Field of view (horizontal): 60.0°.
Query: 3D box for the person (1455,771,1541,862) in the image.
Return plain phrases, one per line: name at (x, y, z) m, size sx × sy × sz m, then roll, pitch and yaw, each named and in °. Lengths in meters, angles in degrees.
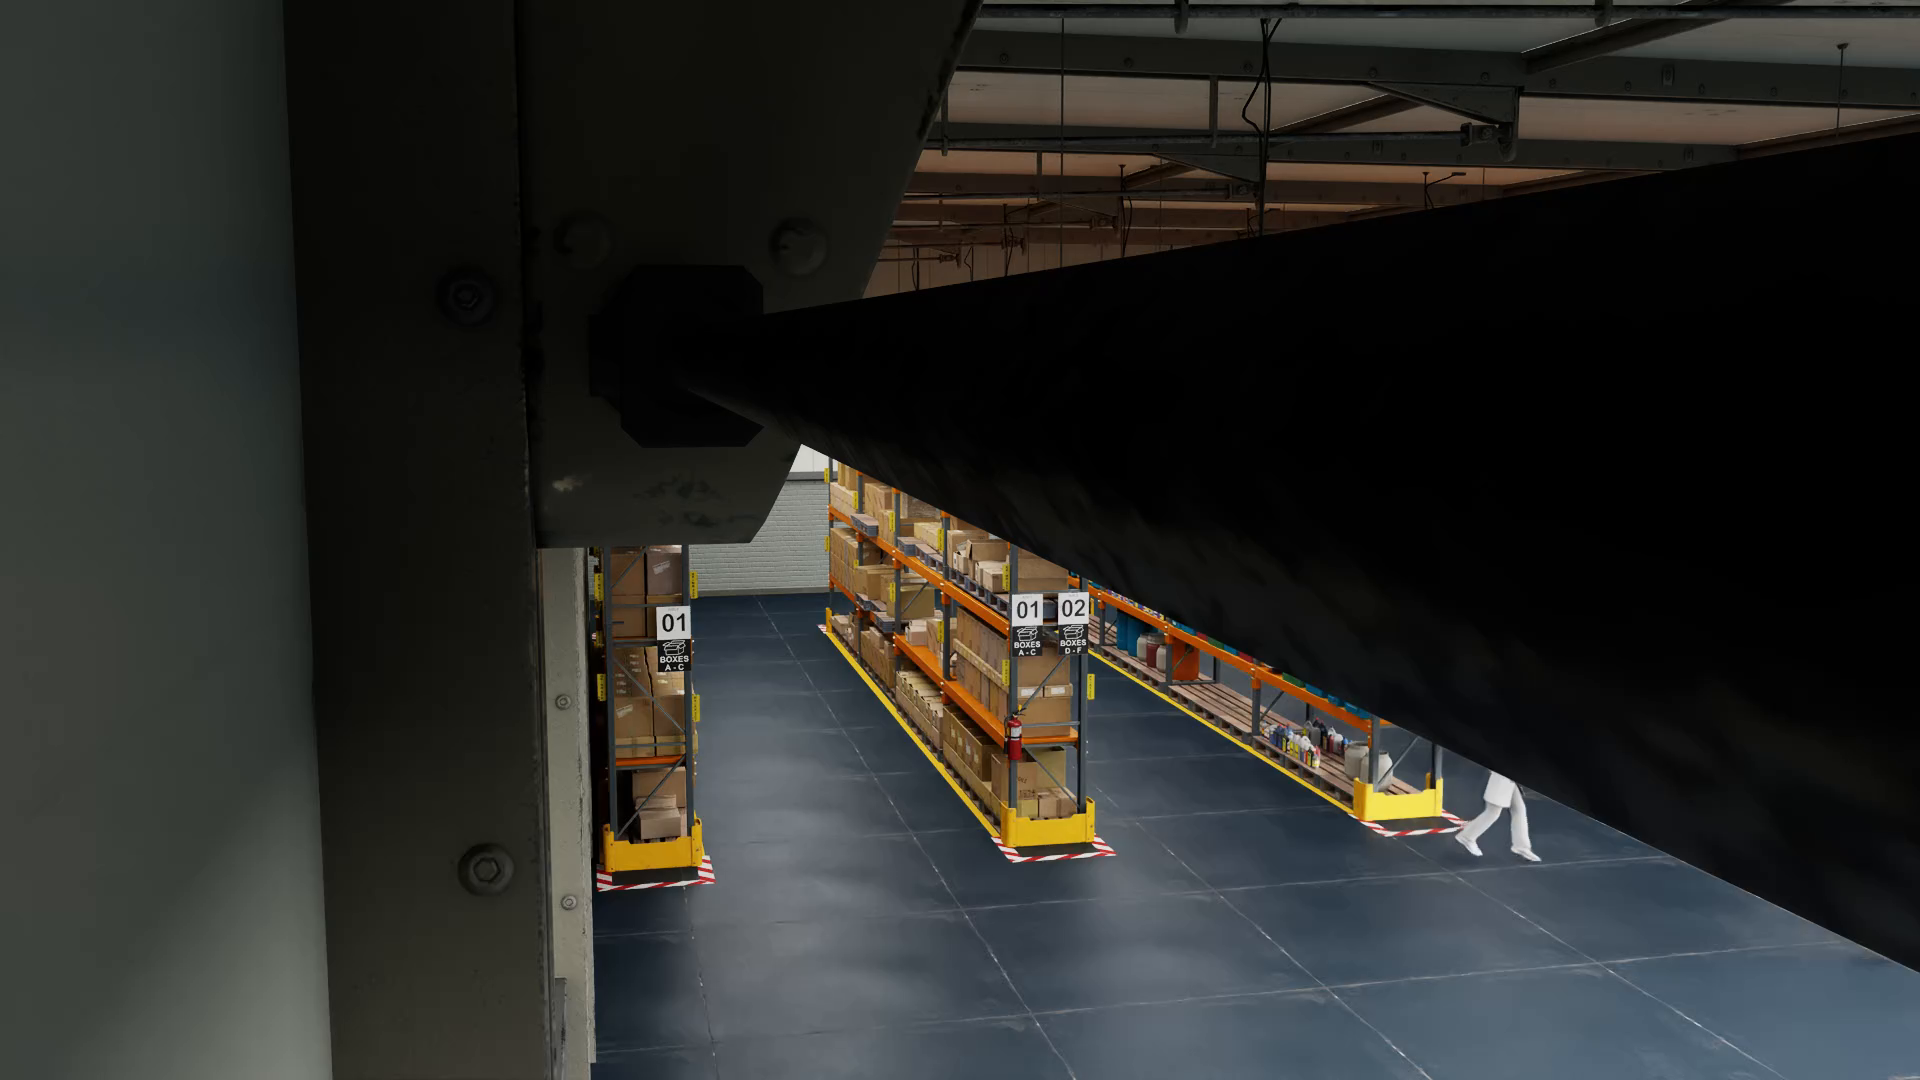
person at (6.652, 3.027, 20.455) m, size 1.006 × 1.808 × 0.691 m, roll 3°, pitch 7°, yaw 24°
